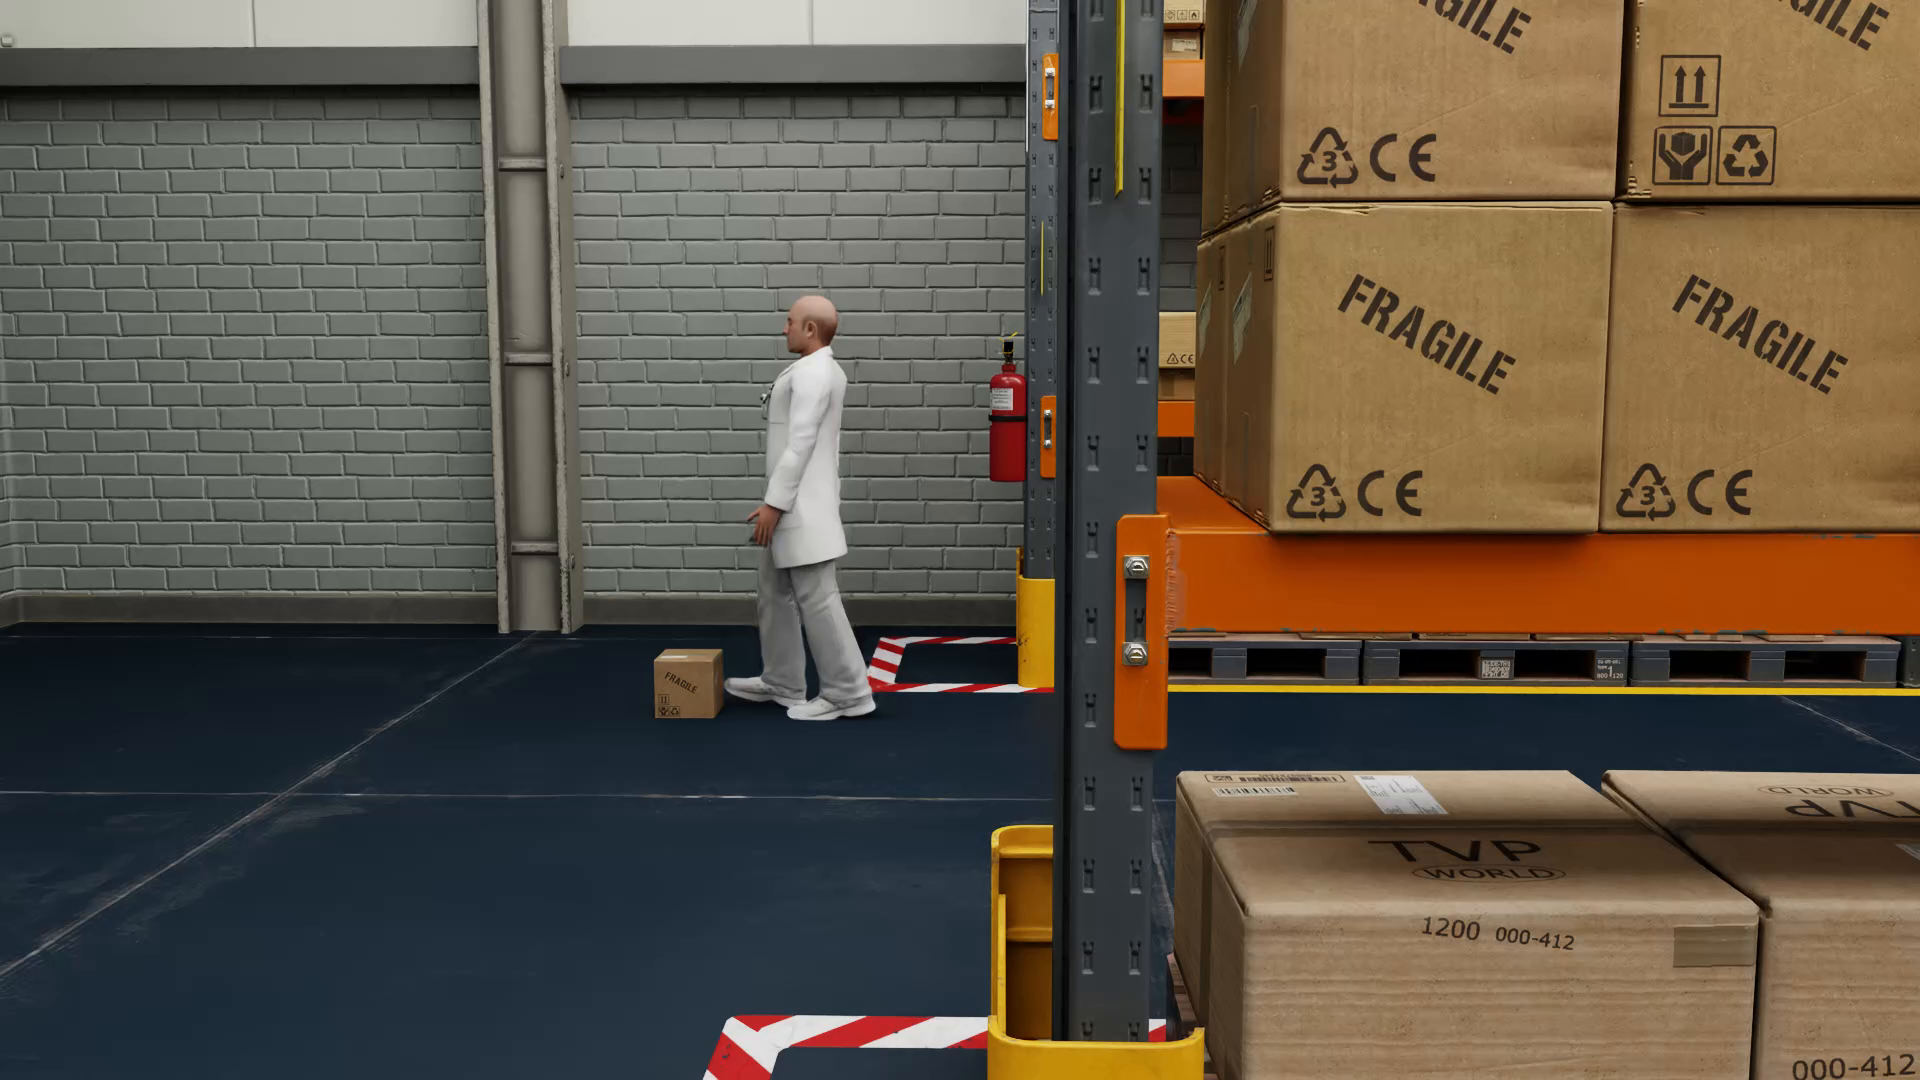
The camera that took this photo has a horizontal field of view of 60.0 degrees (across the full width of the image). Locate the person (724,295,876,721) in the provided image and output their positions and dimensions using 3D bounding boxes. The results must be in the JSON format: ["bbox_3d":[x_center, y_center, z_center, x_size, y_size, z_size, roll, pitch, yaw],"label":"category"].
[{"bbox_3d":[-0.693,-0.130,6.986,0.688,1.778,0.569,0,7,2],"label":"person"}]
